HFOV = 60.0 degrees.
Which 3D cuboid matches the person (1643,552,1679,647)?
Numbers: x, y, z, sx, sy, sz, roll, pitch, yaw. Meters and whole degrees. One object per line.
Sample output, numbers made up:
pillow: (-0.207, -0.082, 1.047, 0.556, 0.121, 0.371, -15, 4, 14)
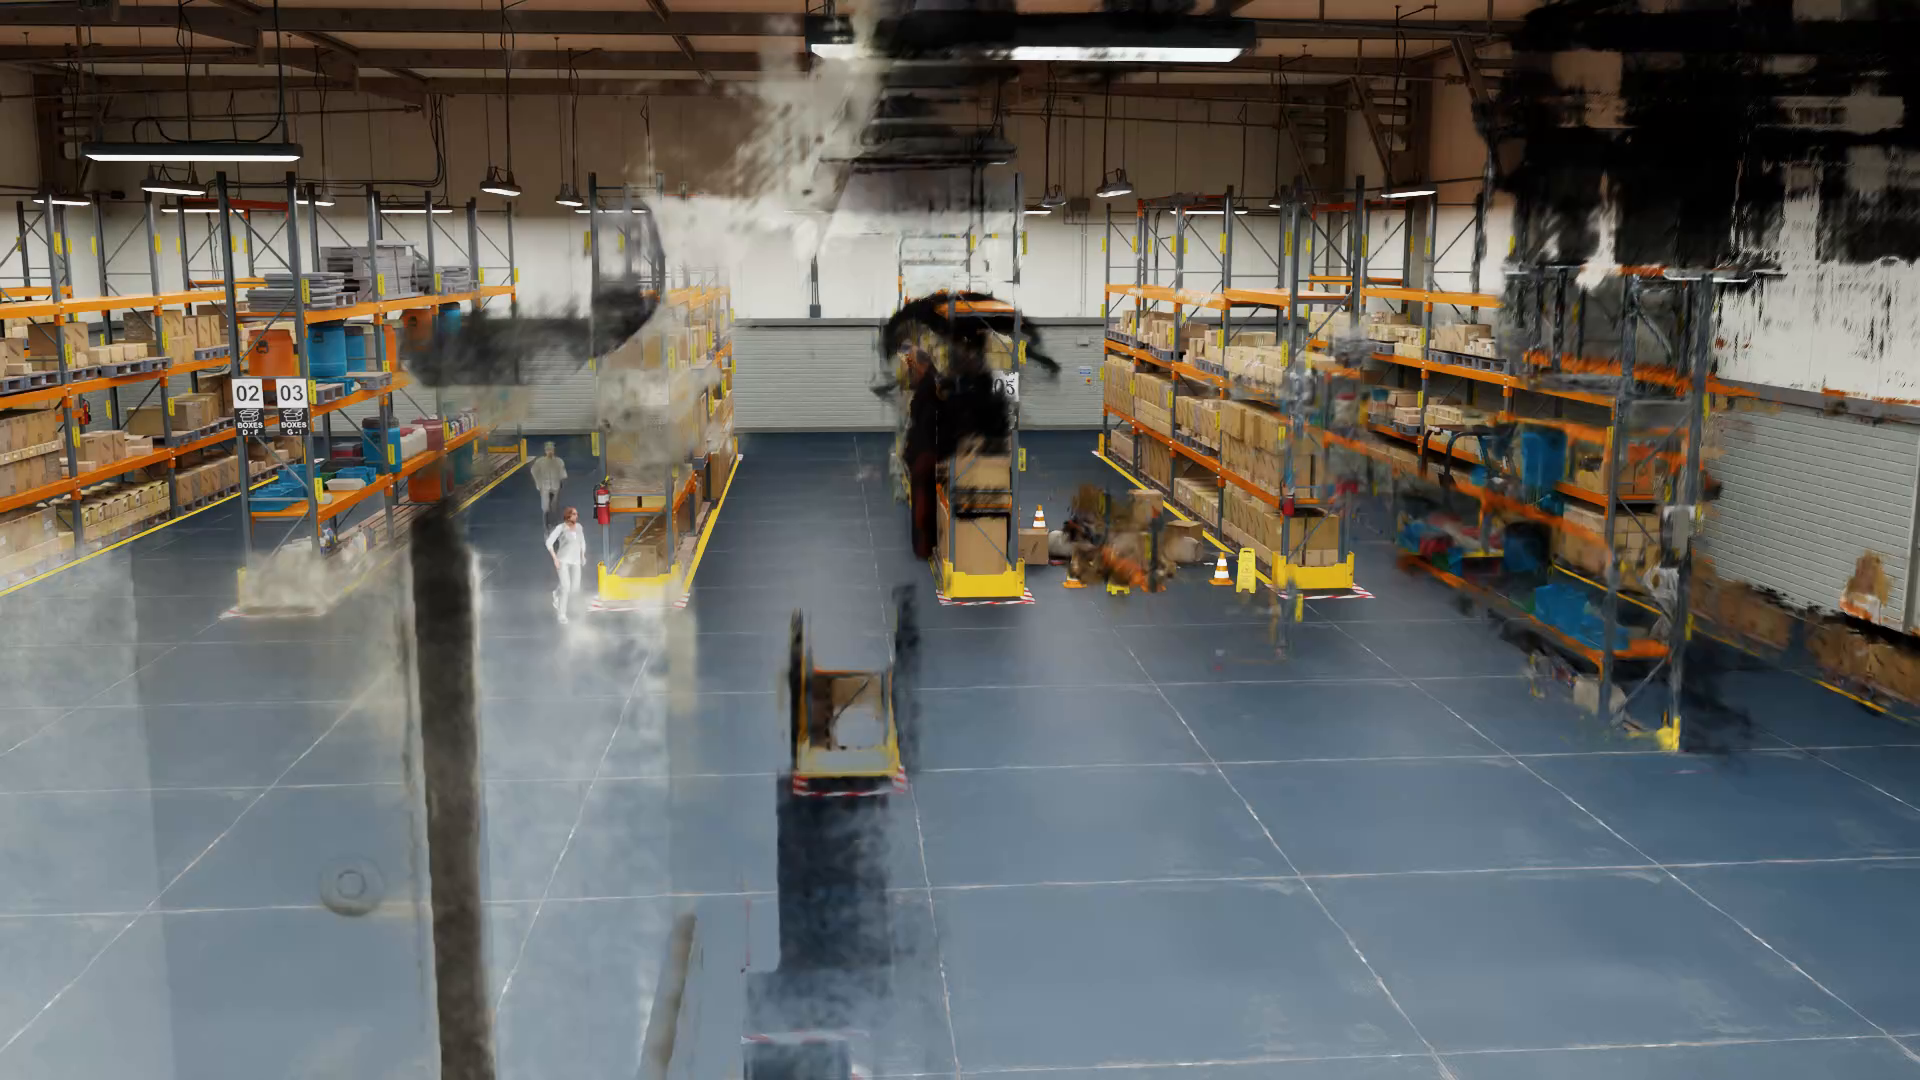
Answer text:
person: (-7.038, -0.832, 28.595, 0.593, 1.754, 0.754, -3, 11, -18)
